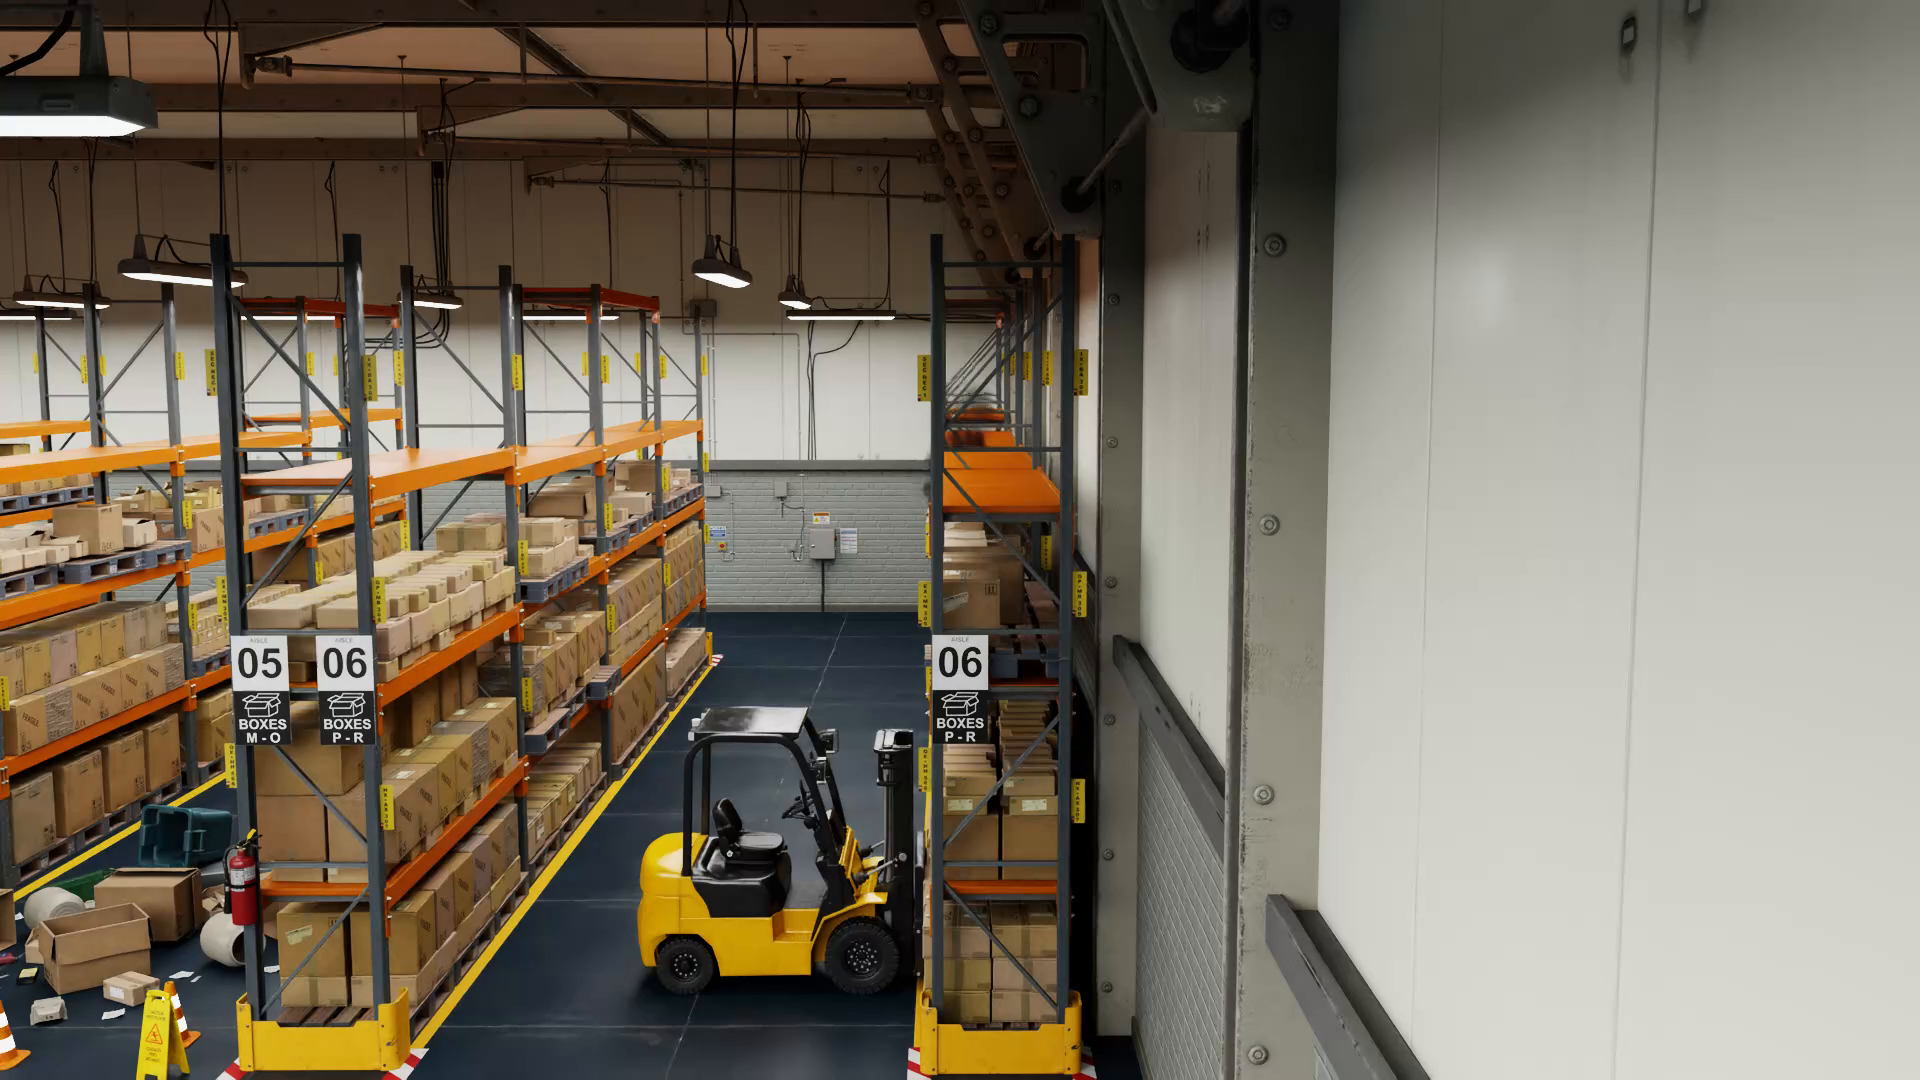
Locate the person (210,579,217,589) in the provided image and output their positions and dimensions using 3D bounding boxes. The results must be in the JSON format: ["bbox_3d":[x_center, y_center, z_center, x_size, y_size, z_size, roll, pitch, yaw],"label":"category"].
[{"bbox_3d":[-11.484,1.440,25.955,0.634,1.711,0.871,1,6,10],"label":"person"}]
